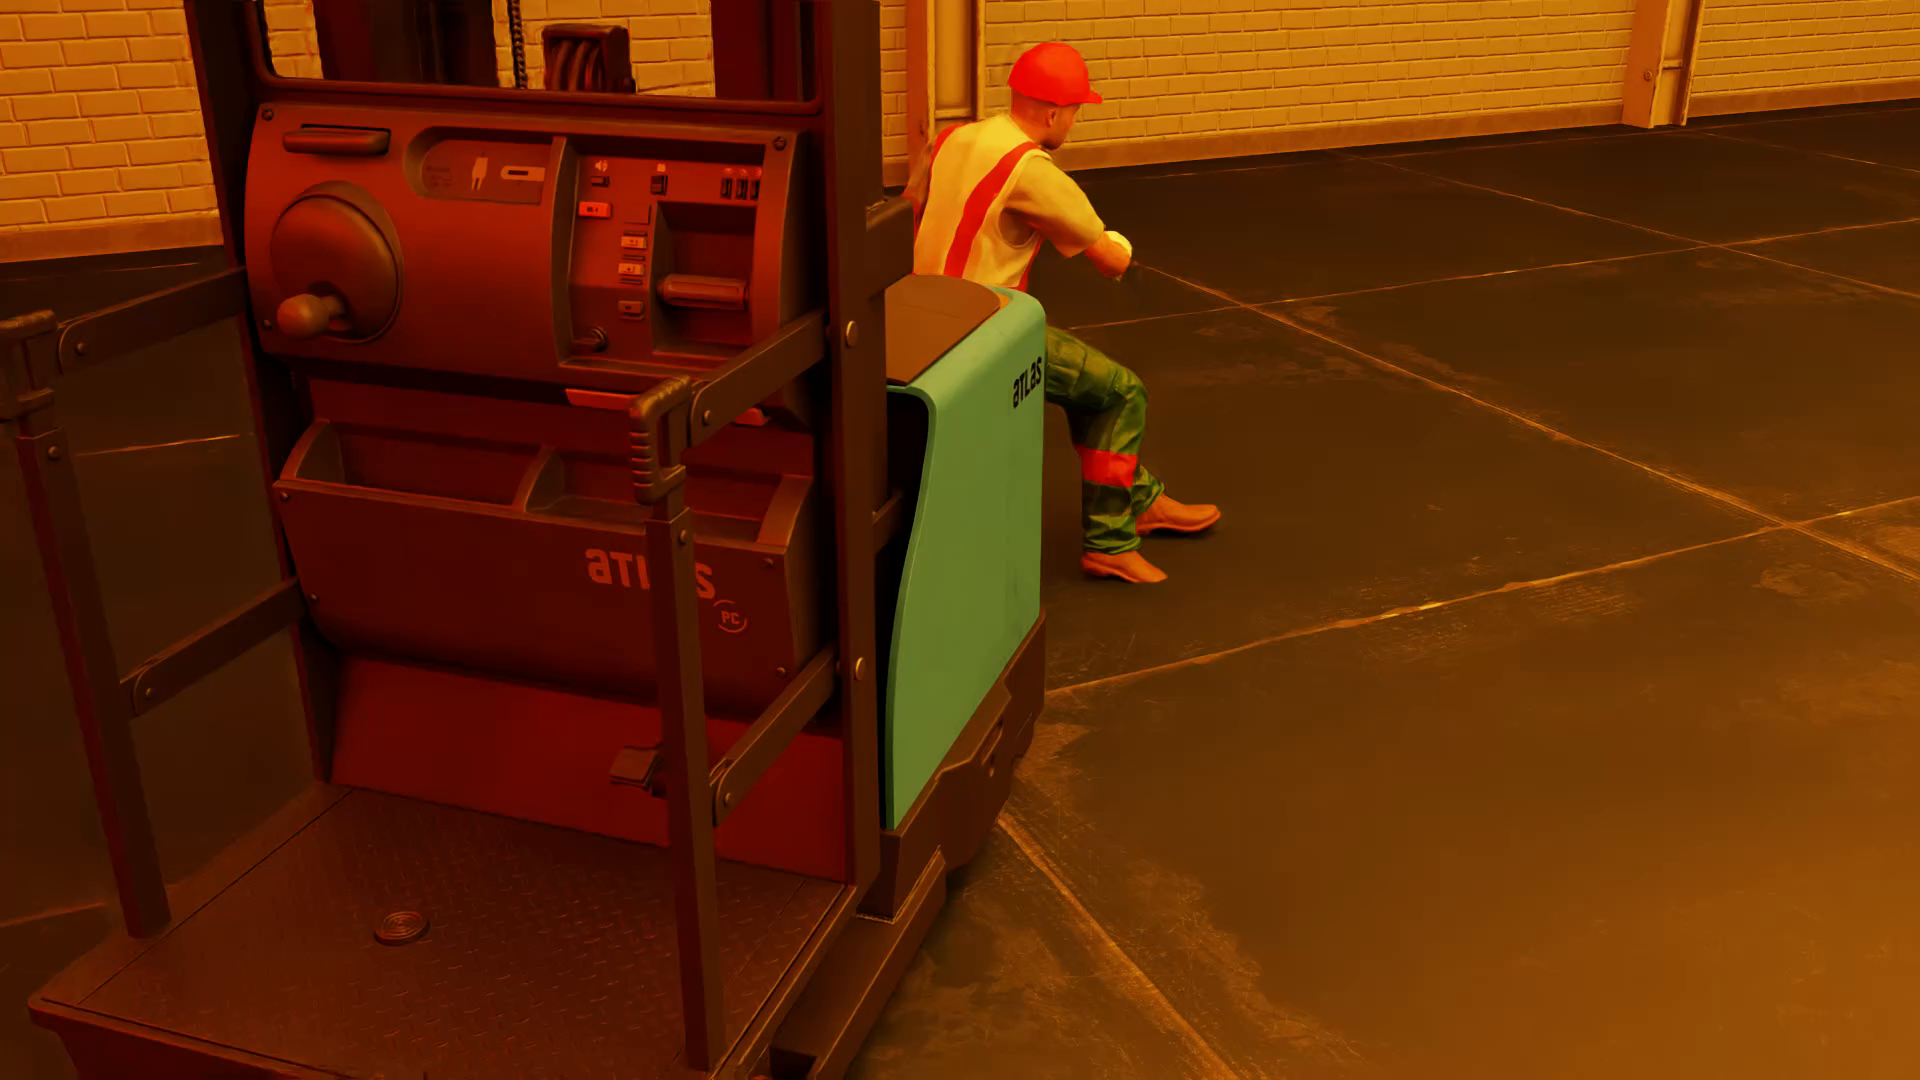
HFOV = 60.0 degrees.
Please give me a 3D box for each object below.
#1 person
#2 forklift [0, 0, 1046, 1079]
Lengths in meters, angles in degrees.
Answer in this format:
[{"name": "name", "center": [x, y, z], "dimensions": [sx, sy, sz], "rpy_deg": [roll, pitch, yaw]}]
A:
[{"name": "person", "center": [0.290, -0.680, 4.887], "dimensions": [0.947, 1.534, 0.928], "rpy_deg": [-11, 25, -25]}, {"name": "forklift", "center": [-0.747, -0.434, 2.332], "dimensions": [1.130, 2.935, 3.031], "rpy_deg": [7, 24, 17]}]
